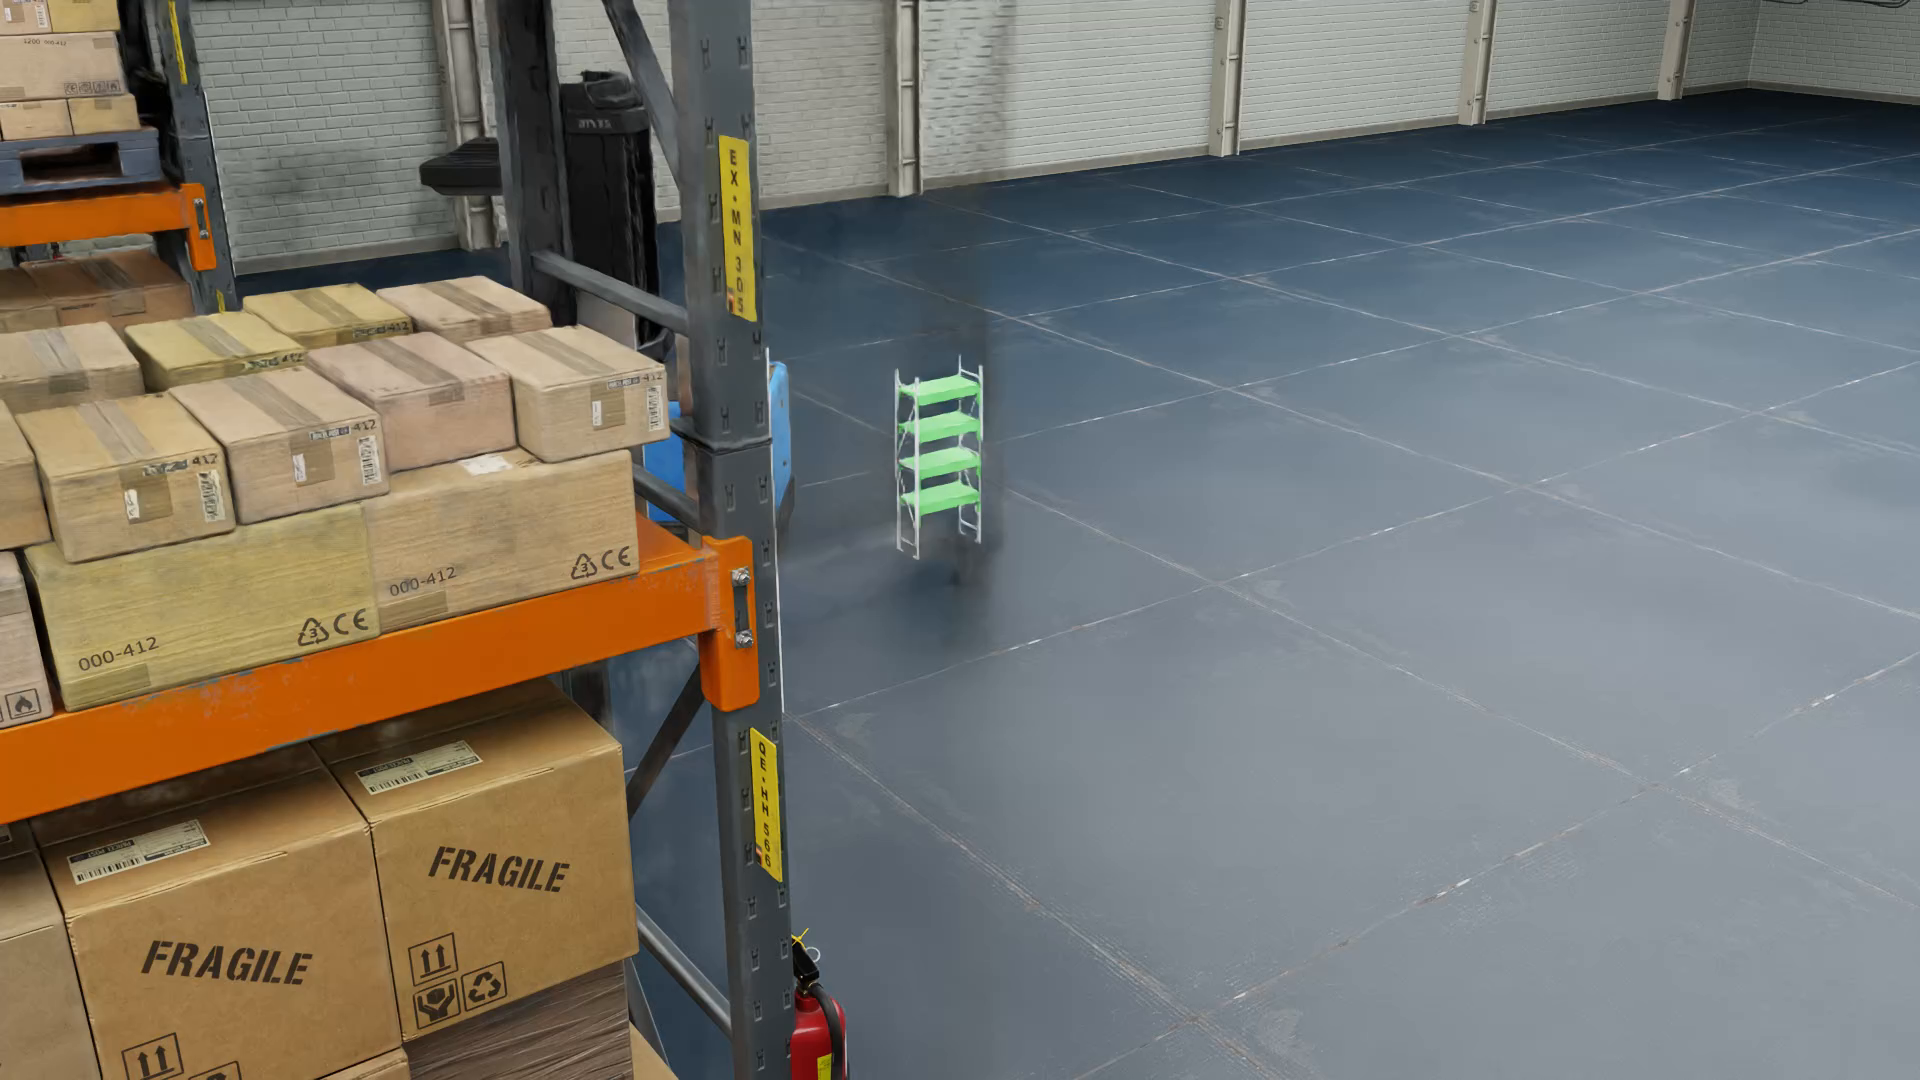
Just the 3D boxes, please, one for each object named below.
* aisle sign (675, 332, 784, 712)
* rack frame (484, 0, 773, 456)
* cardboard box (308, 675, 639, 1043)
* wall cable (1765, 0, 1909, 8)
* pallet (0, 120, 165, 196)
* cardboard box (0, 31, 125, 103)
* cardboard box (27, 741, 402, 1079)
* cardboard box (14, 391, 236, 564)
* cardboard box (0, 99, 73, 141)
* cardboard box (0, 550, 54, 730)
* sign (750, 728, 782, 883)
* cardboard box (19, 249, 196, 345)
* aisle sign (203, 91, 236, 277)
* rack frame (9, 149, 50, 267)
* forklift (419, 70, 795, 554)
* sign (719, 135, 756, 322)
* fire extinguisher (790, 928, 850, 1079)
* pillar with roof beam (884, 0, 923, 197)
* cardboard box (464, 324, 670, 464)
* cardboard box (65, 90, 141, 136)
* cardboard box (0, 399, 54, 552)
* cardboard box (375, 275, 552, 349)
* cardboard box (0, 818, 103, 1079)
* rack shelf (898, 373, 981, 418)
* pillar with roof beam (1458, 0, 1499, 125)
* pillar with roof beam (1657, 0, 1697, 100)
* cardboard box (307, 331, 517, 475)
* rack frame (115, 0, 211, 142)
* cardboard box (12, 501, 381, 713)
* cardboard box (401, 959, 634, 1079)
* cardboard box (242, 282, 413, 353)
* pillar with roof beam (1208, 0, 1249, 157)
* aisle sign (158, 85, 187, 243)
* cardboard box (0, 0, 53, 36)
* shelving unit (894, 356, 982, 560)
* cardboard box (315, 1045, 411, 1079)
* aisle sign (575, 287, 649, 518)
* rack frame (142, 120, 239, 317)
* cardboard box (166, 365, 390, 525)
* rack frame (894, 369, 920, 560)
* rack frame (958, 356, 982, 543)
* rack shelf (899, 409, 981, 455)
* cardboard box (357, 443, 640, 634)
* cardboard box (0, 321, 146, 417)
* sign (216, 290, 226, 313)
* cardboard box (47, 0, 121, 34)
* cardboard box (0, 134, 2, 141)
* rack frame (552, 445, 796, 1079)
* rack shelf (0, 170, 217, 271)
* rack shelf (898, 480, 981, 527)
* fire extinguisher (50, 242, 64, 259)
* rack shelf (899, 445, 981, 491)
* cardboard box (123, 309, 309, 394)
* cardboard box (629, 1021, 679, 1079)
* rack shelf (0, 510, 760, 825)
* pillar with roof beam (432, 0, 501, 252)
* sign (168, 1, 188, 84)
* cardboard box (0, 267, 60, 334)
[{"bbox_3d":[-0.487,-0.063,3.499,0.004,0.787,0.394,-15,26,-33],"label":"aisle sign"},{"bbox_3d":[-0.712,-1.719,3.061,0.127,3.000,1.000,-15,26,-33],"label":"rack frame"},{"bbox_3d":[-1.014,0.612,3.430,0.500,0.500,0.500,-15,26,-33],"label":"cardboard box"},{"bbox_3d":[17.022,-11.604,32.024,0.112,2.526,3.097,-15,26,-33],"label":"wall cable"},{"bbox_3d":[-4.123,-1.635,7.018,1.213,0.211,1.003,-15,26,-33],"label":"pallet"},{"bbox_3d":[-3.761,-1.959,6.812,0.500,0.250,0.500,-15,26,-32],"label":"cardboard box"},{"bbox_3d":[-1.417,0.722,3.154,0.500,0.500,0.500,-15,26,-33],"label":"cardboard box"},{"bbox_3d":[-1.383,-0.112,2.747,0.250,0.149,0.380,-15,26,-33],"label":"cardboard box"},{"bbox_3d":[-3.804,-1.736,6.790,0.250,0.149,0.380,-15,26,-32],"label":"cardboard box"},{"bbox_3d":[-1.780,0.142,2.647,0.500,0.250,0.500,-14,26,-32],"label":"cardboard box"},{"bbox_3d":[-0.404,0.555,3.471,0.005,0.325,0.100,-15,26,-33],"label":"sign"},{"bbox_3d":[-3.851,-0.949,7.567,0.550,0.550,0.875,-15,26,-33],"label":"cardboard box"},{"bbox_3d":[-3.294,-1.579,7.298,0.004,0.787,0.394,-15,26,-33],"label":"aisle sign"},{"bbox_3d":[-6.500,-1.914,11.645,0.127,3.000,1.000,-15,26,-33],"label":"rack frame"},{"bbox_3d":[-2.646,-1.387,10.418,3.031,2.935,1.130,1,22,1],"label":"forklift"},{"bbox_3d":[-0.404,-0.565,3.024,0.005,0.325,0.100,-15,26,-33],"label":"sign"},{"bbox_3d":[-0.350,1.218,3.902,0.183,0.674,0.296,-15,26,-33],"label":"fire extinguisher"},{"bbox_3d":[1.762,-7.615,17.838,0.400,9.000,9.100,-15,26,-33],"label":"pillar with roof beam"},{"bbox_3d":[-0.755,-0.287,3.185,0.250,0.149,0.380,-15,26,-33],"label":"cardboard box"},{"bbox_3d":[-3.599,-1.790,6.926,0.250,0.149,0.380,-15,26,-33],"label":"cardboard box"},{"bbox_3d":[-1.657,-0.096,2.707,0.250,0.149,0.380,-15,26,-32],"label":"cardboard box"},{"bbox_3d":[-1.071,-0.451,3.596,0.250,0.149,0.380,-15,26,-33],"label":"cardboard box"},{"bbox_3d":[-1.824,0.830,2.885,0.500,0.500,0.500,-15,26,-33],"label":"cardboard box"},{"bbox_3d":[-0.134,-0.908,10.430,0.480,0.148,0.258,-15,26,-33],"label":"rack shelf"},{"bbox_3d":[11.503,-10.213,24.347,0.400,9.000,9.100,-15,26,-33],"label":"pillar with roof beam"},{"bbox_3d":[16.373,-11.511,27.602,0.400,9.000,9.100,-15,26,-33],"label":"pillar with roof beam"},{"bbox_3d":[-1.035,-0.266,3.132,0.250,0.149,0.380,-16,27,-35],"label":"cardboard box"},{"bbox_3d":[-3.527,-3.233,6.856,0.127,3.000,1.000,-15,26,-33],"label":"rack frame"},{"bbox_3d":[-1.359,0.034,2.919,0.500,0.250,0.500,-15,26,-33],"label":"cardboard box"},{"bbox_3d":[-1.175,0.994,3.822,0.500,0.500,0.875,-15,26,-33],"label":"cardboard box"},{"bbox_3d":[-1.338,-0.424,3.528,0.250,0.149,0.380,-14,26,-32],"label":"cardboard box"},{"bbox_3d":[6.632,-8.914,21.093,0.400,9.000,9.100,-15,26,-33],"label":"pillar with roof beam"},{"bbox_3d":[-3.645,-1.759,7.750,0.004,0.787,0.394,-15,26,-33],"label":"aisle sign"},{"bbox_3d":[-3.806,-2.106,6.641,0.250,0.149,0.380,-15,26,-33],"label":"cardboard box"},{"bbox_3d":[-0.134,-0.521,10.584,0.503,1.200,0.258,-15,26,-33],"label":"shelving unit"},{"bbox_3d":[-1.511,1.138,3.460,0.500,0.500,0.875,-15,26,-33],"label":"cardboard box"},{"bbox_3d":[-0.837,-0.243,3.951,0.004,0.787,0.394,-15,26,-33],"label":"aisle sign"},{"bbox_3d":[-3.527,-0.446,7.967,0.127,3.000,1.000,-15,26,-33],"label":"rack frame"},{"bbox_3d":[-1.193,-0.174,2.901,0.250,0.149,0.380,-16,27,-35],"label":"cardboard box"},{"bbox_3d":[-0.332,-0.469,10.452,0.015,1.200,0.240,-15,26,-33],"label":"rack frame"},{"bbox_3d":[0.064,-0.574,10.717,0.015,1.200,0.240,-15,26,-33],"label":"rack frame"},{"bbox_3d":[-0.134,-0.685,10.519,0.480,0.148,0.258,-15,26,-33],"label":"rack shelf"},{"bbox_3d":[-0.955,-0.075,3.192,0.500,0.250,0.500,-14,26,-32],"label":"cardboard box"},{"bbox_3d":[-1.734,-0.295,3.204,0.250,0.149,0.380,-14,26,-31],"label":"cardboard box"},{"bbox_3d":[-3.221,-0.928,7.292,0.005,0.325,0.100,-15,26,-33],"label":"sign"},{"bbox_3d":[-3.602,-2.160,6.775,0.250,0.149,0.380,-15,26,-32],"label":"cardboard box"},{"bbox_3d":[-4.012,-1.680,6.650,0.250,0.149,0.380,-14,26,-32],"label":"cardboard box"},{"bbox_3d":[-0.712,1.068,4.173,0.127,3.000,1.000,-15,26,-33],"label":"rack frame"},{"bbox_3d":[-5.150,-1.072,6.460,4.000,0.370,1.077,-15,26,-33],"label":"rack shelf"},{"bbox_3d":[-0.134,-0.239,10.697,0.480,0.148,0.258,-15,26,-33],"label":"rack shelf"},{"bbox_3d":[-6.138,-1.764,11.374,0.183,0.674,0.296,-15,26,-33],"label":"fire extinguisher"},{"bbox_3d":[-0.134,-0.462,10.608,0.480,0.148,0.258,-15,26,-33],"label":"rack shelf"},{"bbox_3d":[-1.471,-0.332,3.298,0.250,0.149,0.380,-15,26,-34],"label":"cardboard box"},{"bbox_3d":[-0.823,1.308,3.909,0.250,0.149,0.380,-15,26,-33],"label":"cardboard box"},{"bbox_3d":[-2.336,0.442,2.666,4.000,0.370,1.077,-15,26,-33],"label":"rack shelf"},{"bbox_3d":[-3.109,-6.316,14.584,0.400,9.000,9.100,-15,26,-33],"label":"pillar with roof beam"},{"bbox_3d":[-3.221,-2.048,6.845,0.005,0.325,0.100,-15,26,-33],"label":"sign"},{"bbox_3d":[-4.243,-0.802,7.200,0.550,0.550,0.875,-15,26,-33],"label":"cardboard box"}]
